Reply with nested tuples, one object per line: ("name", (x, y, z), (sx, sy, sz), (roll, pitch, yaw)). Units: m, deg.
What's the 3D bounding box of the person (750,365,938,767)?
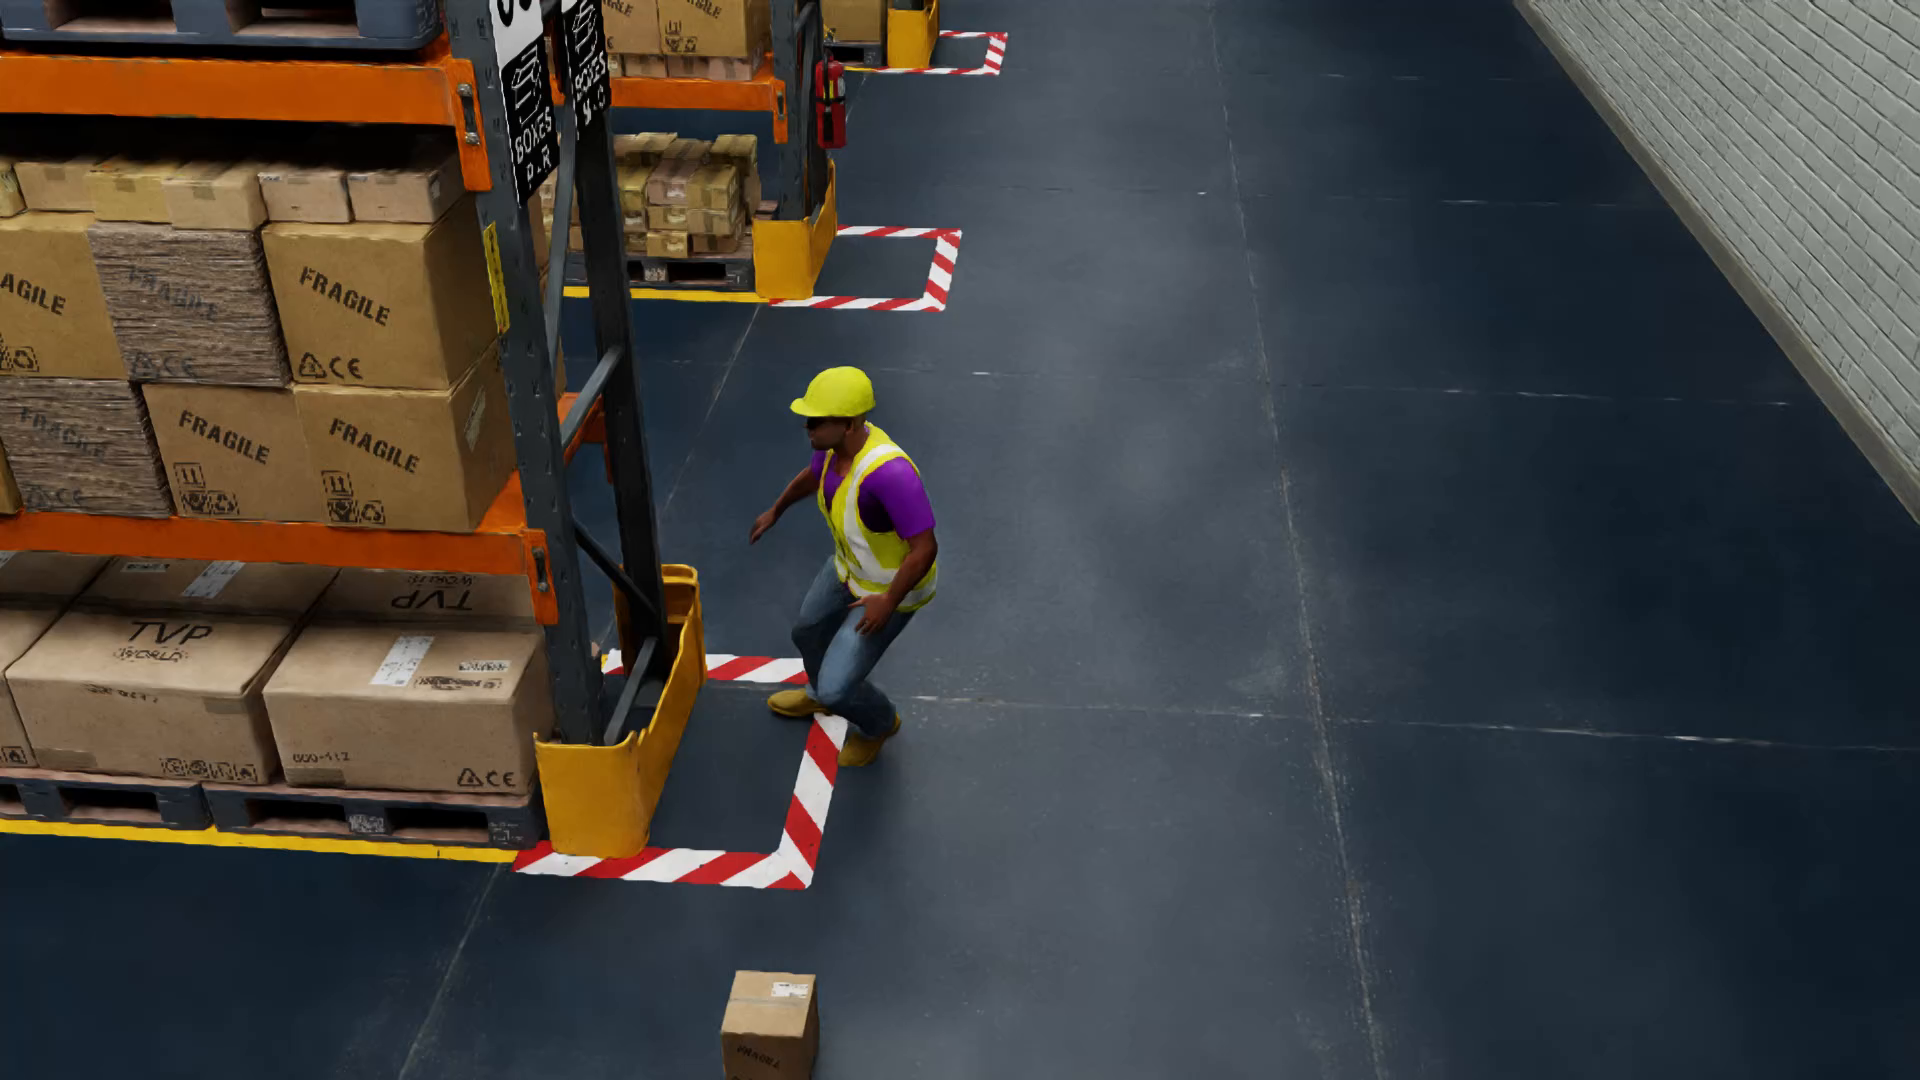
("person", (-0.406, 0.109, 6.063), (0.500, 1.687, 0.968), (-18, 36, -27))
